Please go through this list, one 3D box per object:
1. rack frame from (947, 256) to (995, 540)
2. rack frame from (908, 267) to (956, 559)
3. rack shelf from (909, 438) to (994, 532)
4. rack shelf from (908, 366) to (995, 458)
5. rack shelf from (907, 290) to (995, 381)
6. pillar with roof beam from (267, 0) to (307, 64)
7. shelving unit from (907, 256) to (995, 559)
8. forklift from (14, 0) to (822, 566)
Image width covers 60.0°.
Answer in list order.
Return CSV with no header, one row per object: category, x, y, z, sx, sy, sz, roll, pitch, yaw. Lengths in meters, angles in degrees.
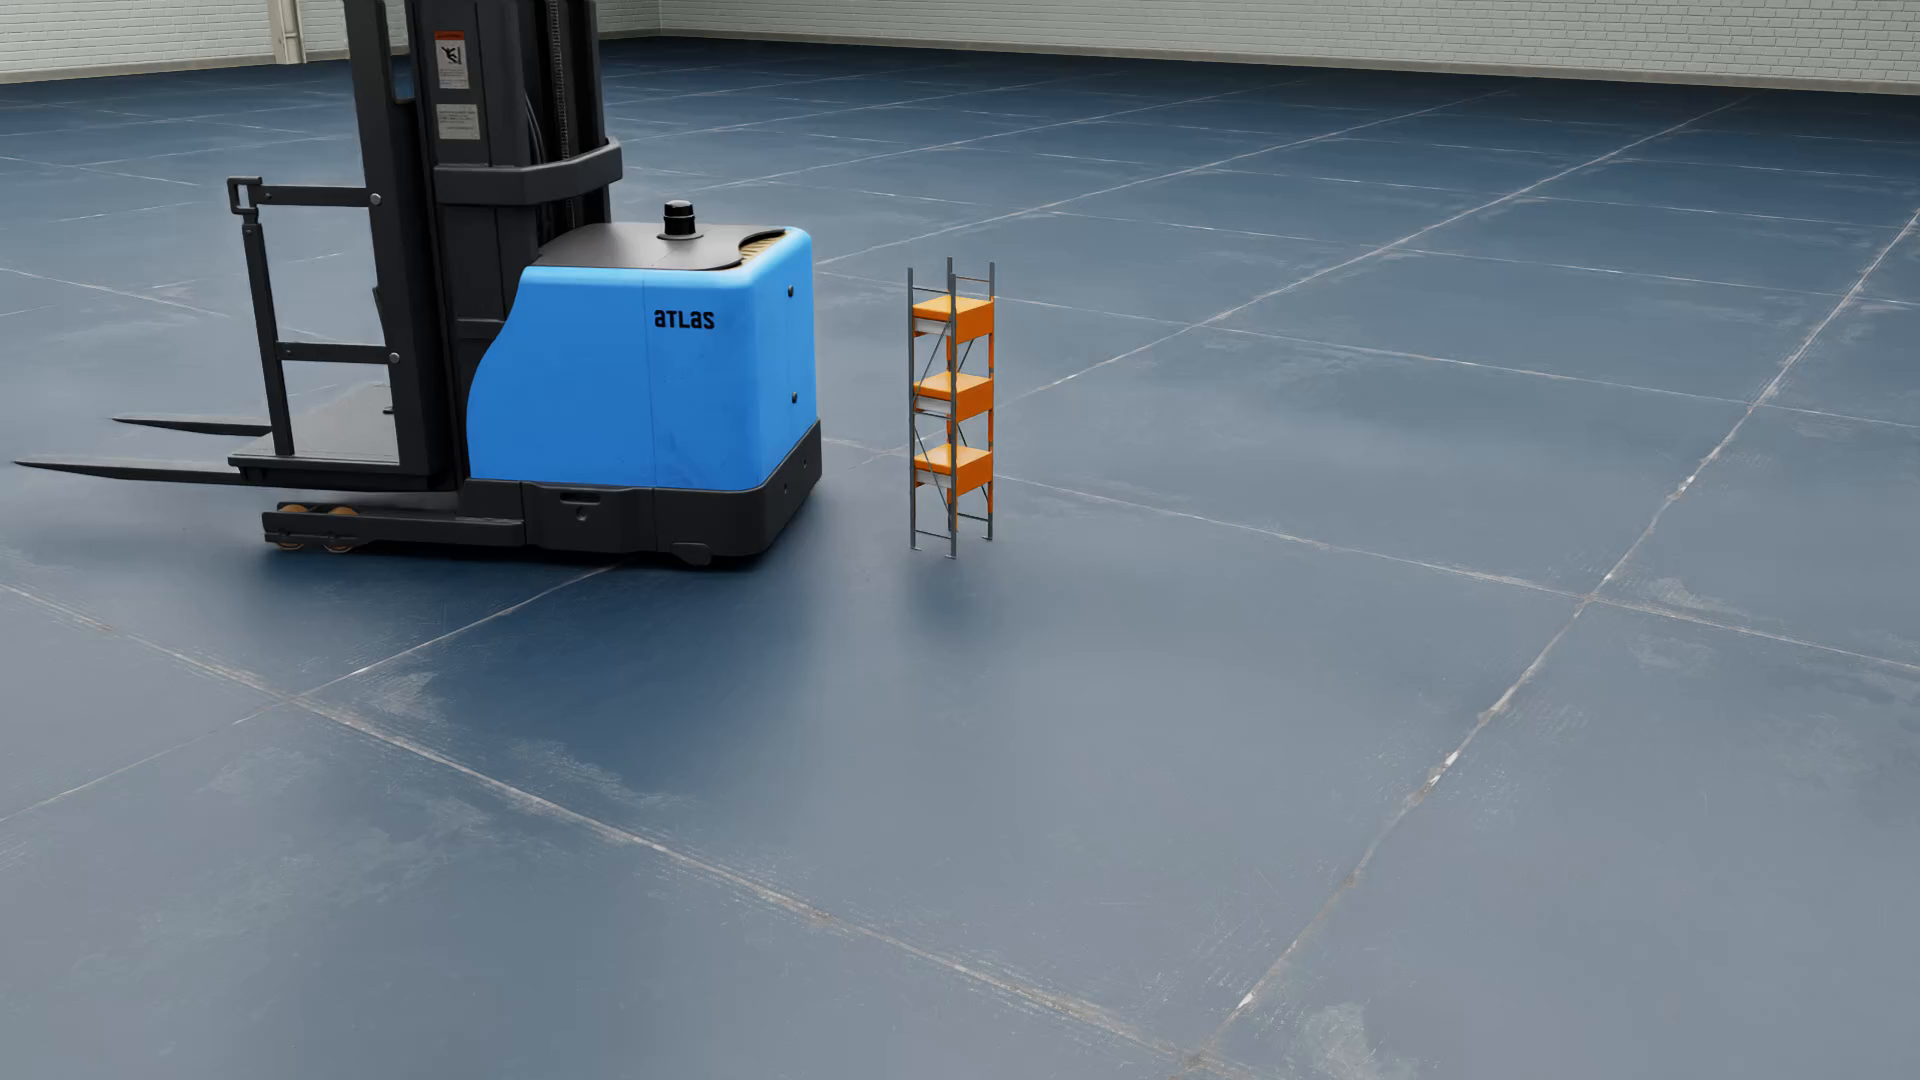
rack frame,0.038,-0.512,6.136,0.200,1.050,0.008,13,24,32
rack frame,-0.099,-0.442,5.947,0.200,1.050,0.008,13,24,32
rack shelf,-0.030,-0.206,6.141,0.215,0.259,0.240,13,24,32
rack shelf,-0.030,-0.467,6.045,0.215,0.259,0.240,13,24,32
rack shelf,-0.030,-0.733,5.947,0.215,0.259,0.240,13,24,32
pillar with roof beam,-7.641,-11.363,24.013,9.100,9.000,0.400,13,24,32
shelving unit,-0.030,-0.477,6.041,0.215,1.050,0.252,13,24,32
forklift,-2.124,-1.503,6.104,3.031,2.935,1.130,3,21,8
